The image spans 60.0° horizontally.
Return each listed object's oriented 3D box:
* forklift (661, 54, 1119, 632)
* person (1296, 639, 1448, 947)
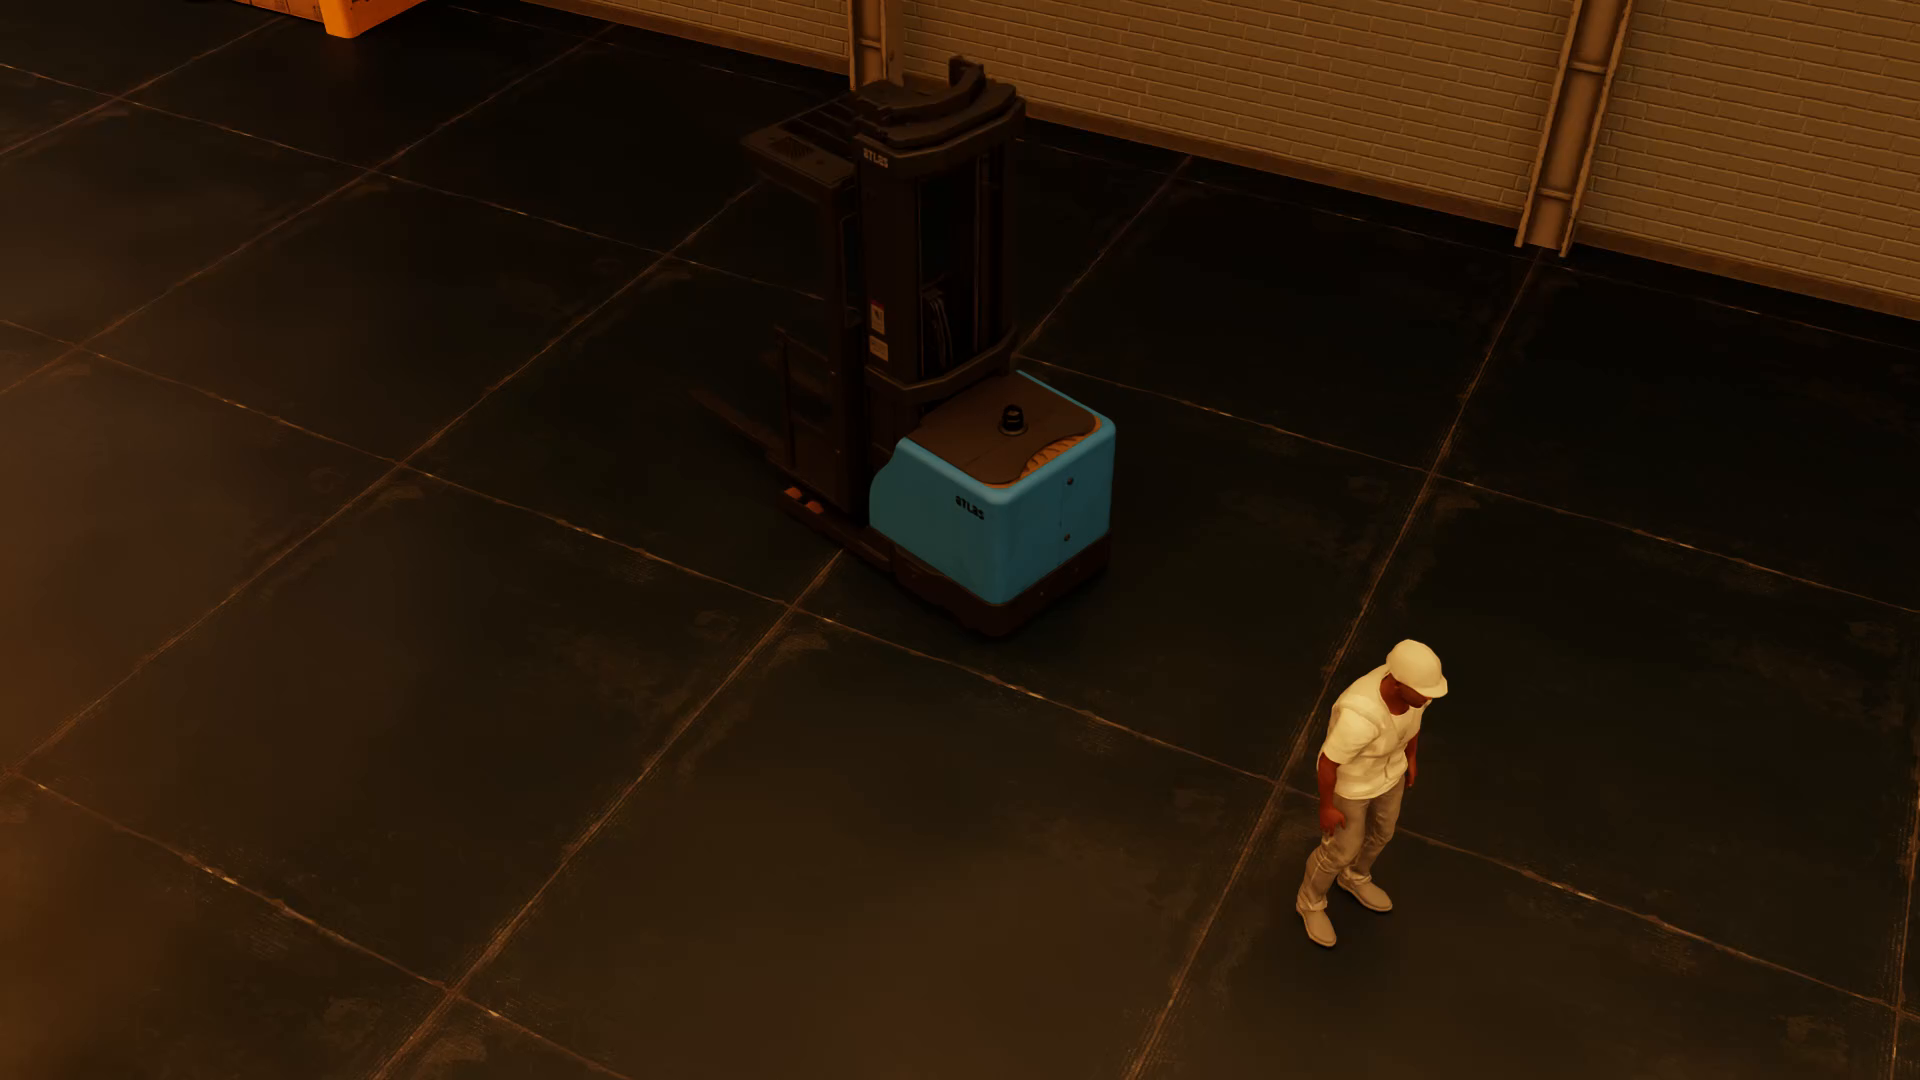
[{"bbox_3d":[-0.556,-1.369,9.612,3.031,2.935,1.130,26,47,27],"label":"forklift"},{"bbox_3d":[1.879,1.100,7.594,0.603,1.759,0.461,-25,46,-26],"label":"person"}]
